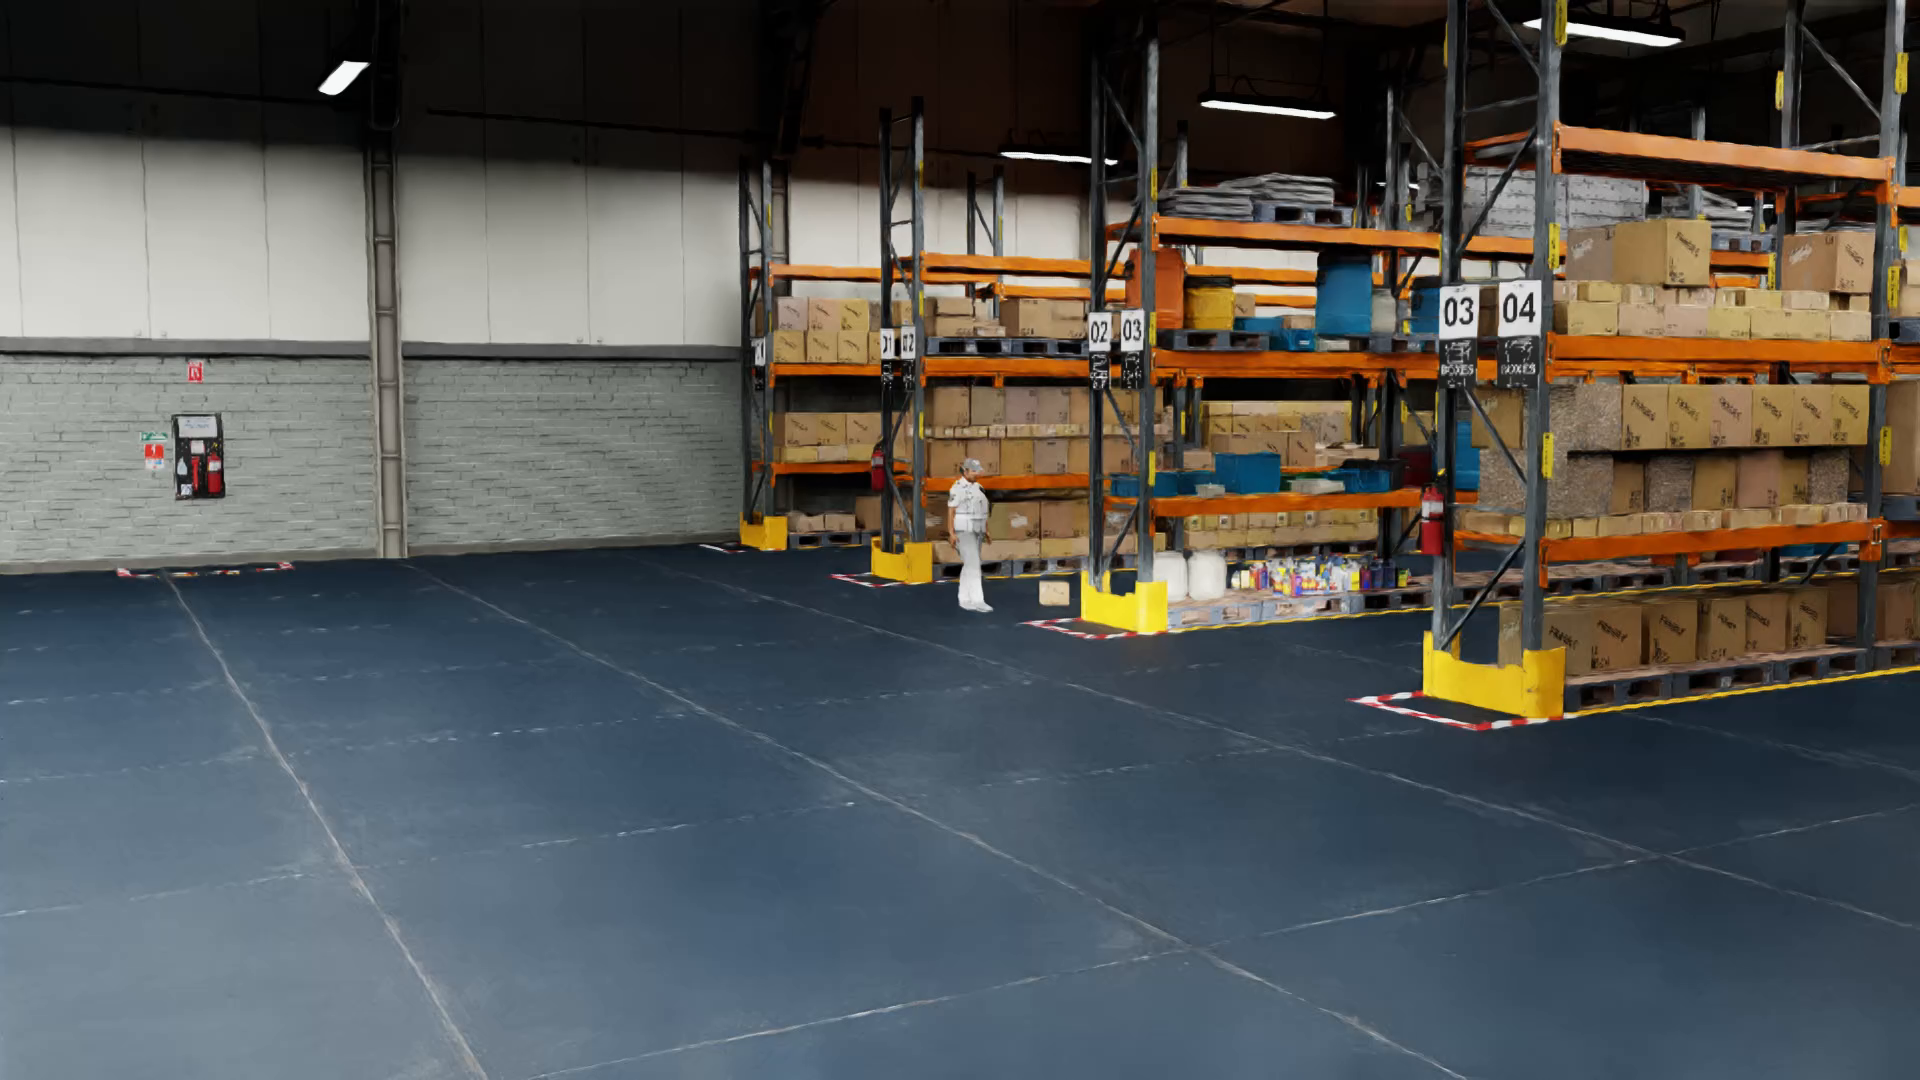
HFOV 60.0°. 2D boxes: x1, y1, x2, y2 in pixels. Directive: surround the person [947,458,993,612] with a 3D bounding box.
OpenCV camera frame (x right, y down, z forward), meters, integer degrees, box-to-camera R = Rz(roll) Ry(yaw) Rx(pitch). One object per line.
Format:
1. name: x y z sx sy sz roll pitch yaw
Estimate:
1. person: 0.183 -0.064 18.144 0.593 1.666 0.569 3 6 32
